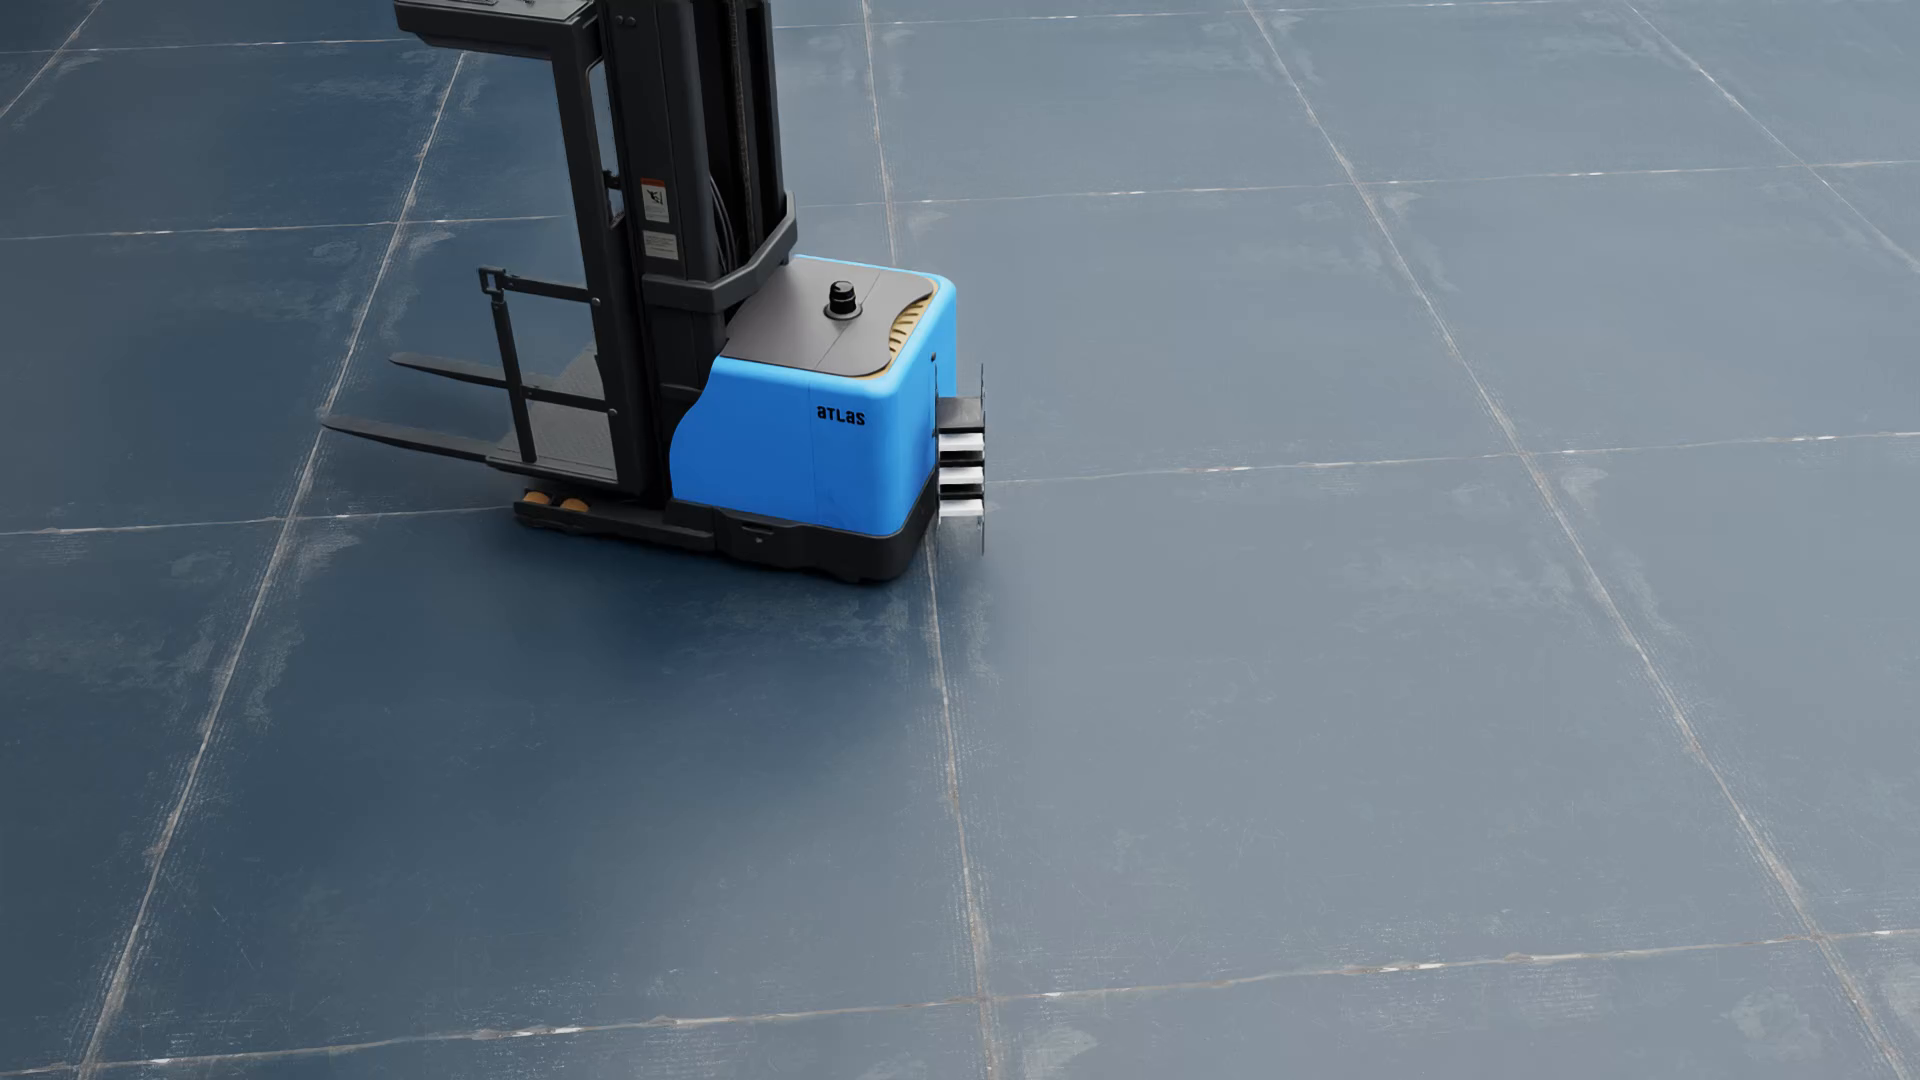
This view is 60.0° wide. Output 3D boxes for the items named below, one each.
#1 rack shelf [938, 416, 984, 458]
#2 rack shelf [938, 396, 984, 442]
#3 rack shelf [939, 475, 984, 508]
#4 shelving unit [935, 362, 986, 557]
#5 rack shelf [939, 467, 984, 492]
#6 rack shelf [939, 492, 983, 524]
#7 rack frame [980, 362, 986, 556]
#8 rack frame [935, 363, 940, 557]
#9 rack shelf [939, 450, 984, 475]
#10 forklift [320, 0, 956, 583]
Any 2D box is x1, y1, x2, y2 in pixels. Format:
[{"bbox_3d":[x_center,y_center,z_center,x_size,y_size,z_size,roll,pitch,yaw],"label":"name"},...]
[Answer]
[{"bbox_3d":[0.000,-0.465,7.376,0.200,0.077,0.258,-1,38,-2],"label":"rack shelf"},{"bbox_3d":[0.000,-0.536,7.321,0.200,0.077,0.258,-1,38,-2],"label":"rack shelf"},{"bbox_3d":[0.000,-0.253,7.544,0.200,0.077,0.258,-1,38,-2],"label":"rack shelf"},{"bbox_3d":[0.000,-0.350,7.467,0.210,0.900,0.258,-1,38,-2],"label":"shelving unit"},{"bbox_3d":[0.000,-0.324,7.488,0.200,0.077,0.258,-1,38,-2],"label":"rack shelf"},{"bbox_3d":[0.000,-0.183,7.599,0.200,0.077,0.258,-1,38,-2],"label":"rack shelf"},{"bbox_3d":[0.102,-0.353,7.470,0.006,0.900,0.240,-1,38,-2],"label":"rack frame"},{"bbox_3d":[-0.101,-0.347,7.464,0.006,0.900,0.240,-1,38,-2],"label":"rack frame"},{"bbox_3d":[0.000,-0.395,7.432,0.200,0.077,0.258,-1,38,-2],"label":"rack shelf"},{"bbox_3d":[-1.579,-1.477,7.256,3.031,2.935,1.130,10,39,13],"label":"forklift"}]
